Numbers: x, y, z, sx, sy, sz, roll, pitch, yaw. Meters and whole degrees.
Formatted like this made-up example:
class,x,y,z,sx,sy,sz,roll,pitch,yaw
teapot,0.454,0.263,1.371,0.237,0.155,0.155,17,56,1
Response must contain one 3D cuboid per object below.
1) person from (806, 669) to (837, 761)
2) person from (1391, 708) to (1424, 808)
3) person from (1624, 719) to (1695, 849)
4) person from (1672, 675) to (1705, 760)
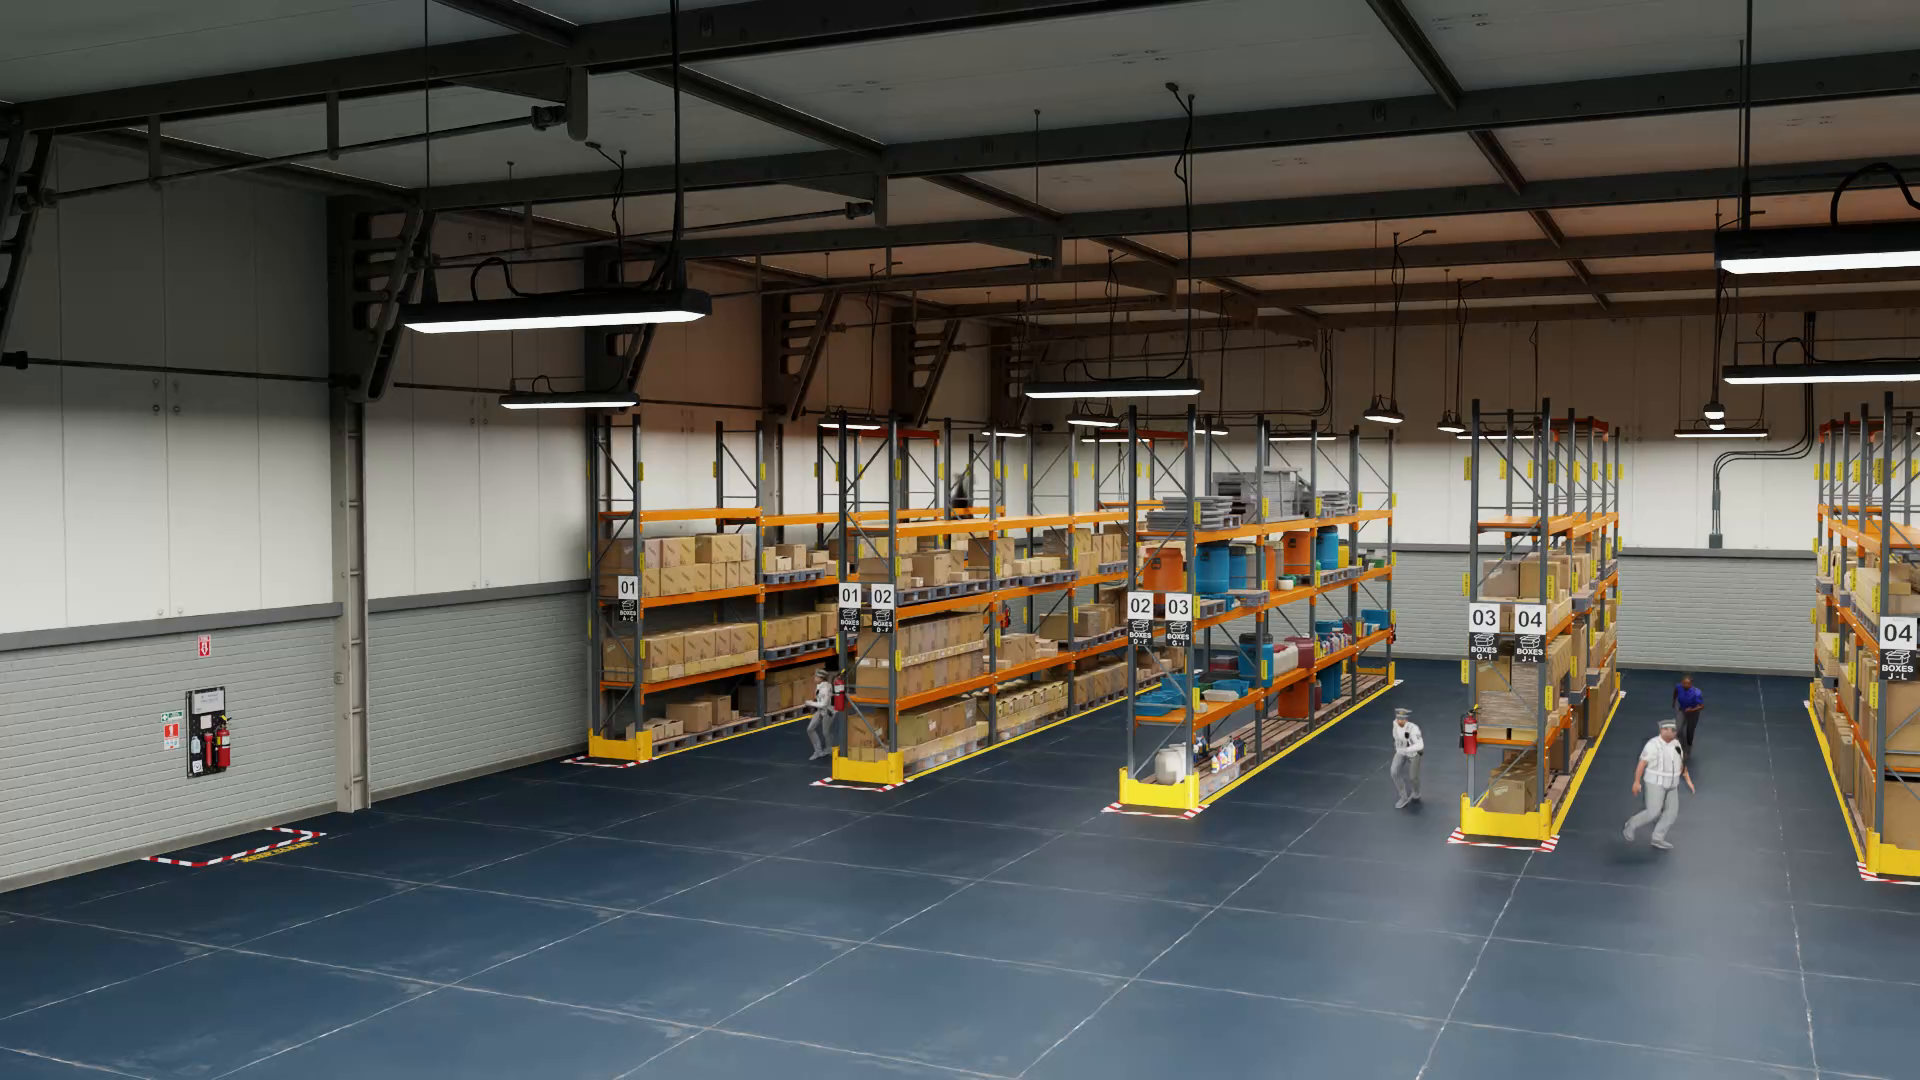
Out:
class,x,y,z,sx,sy,sz,roll,pitch,yaw
person,-2.368,2.999,28.770,0.676,1.603,0.750,-1,3,-33
person,6.712,3.214,24.802,0.611,1.487,1.053,2,3,38
person,9.278,3.224,22.125,0.705,1.733,0.696,-1,3,-21
person,12.697,3.050,28.981,0.580,1.479,1.067,1,3,32
